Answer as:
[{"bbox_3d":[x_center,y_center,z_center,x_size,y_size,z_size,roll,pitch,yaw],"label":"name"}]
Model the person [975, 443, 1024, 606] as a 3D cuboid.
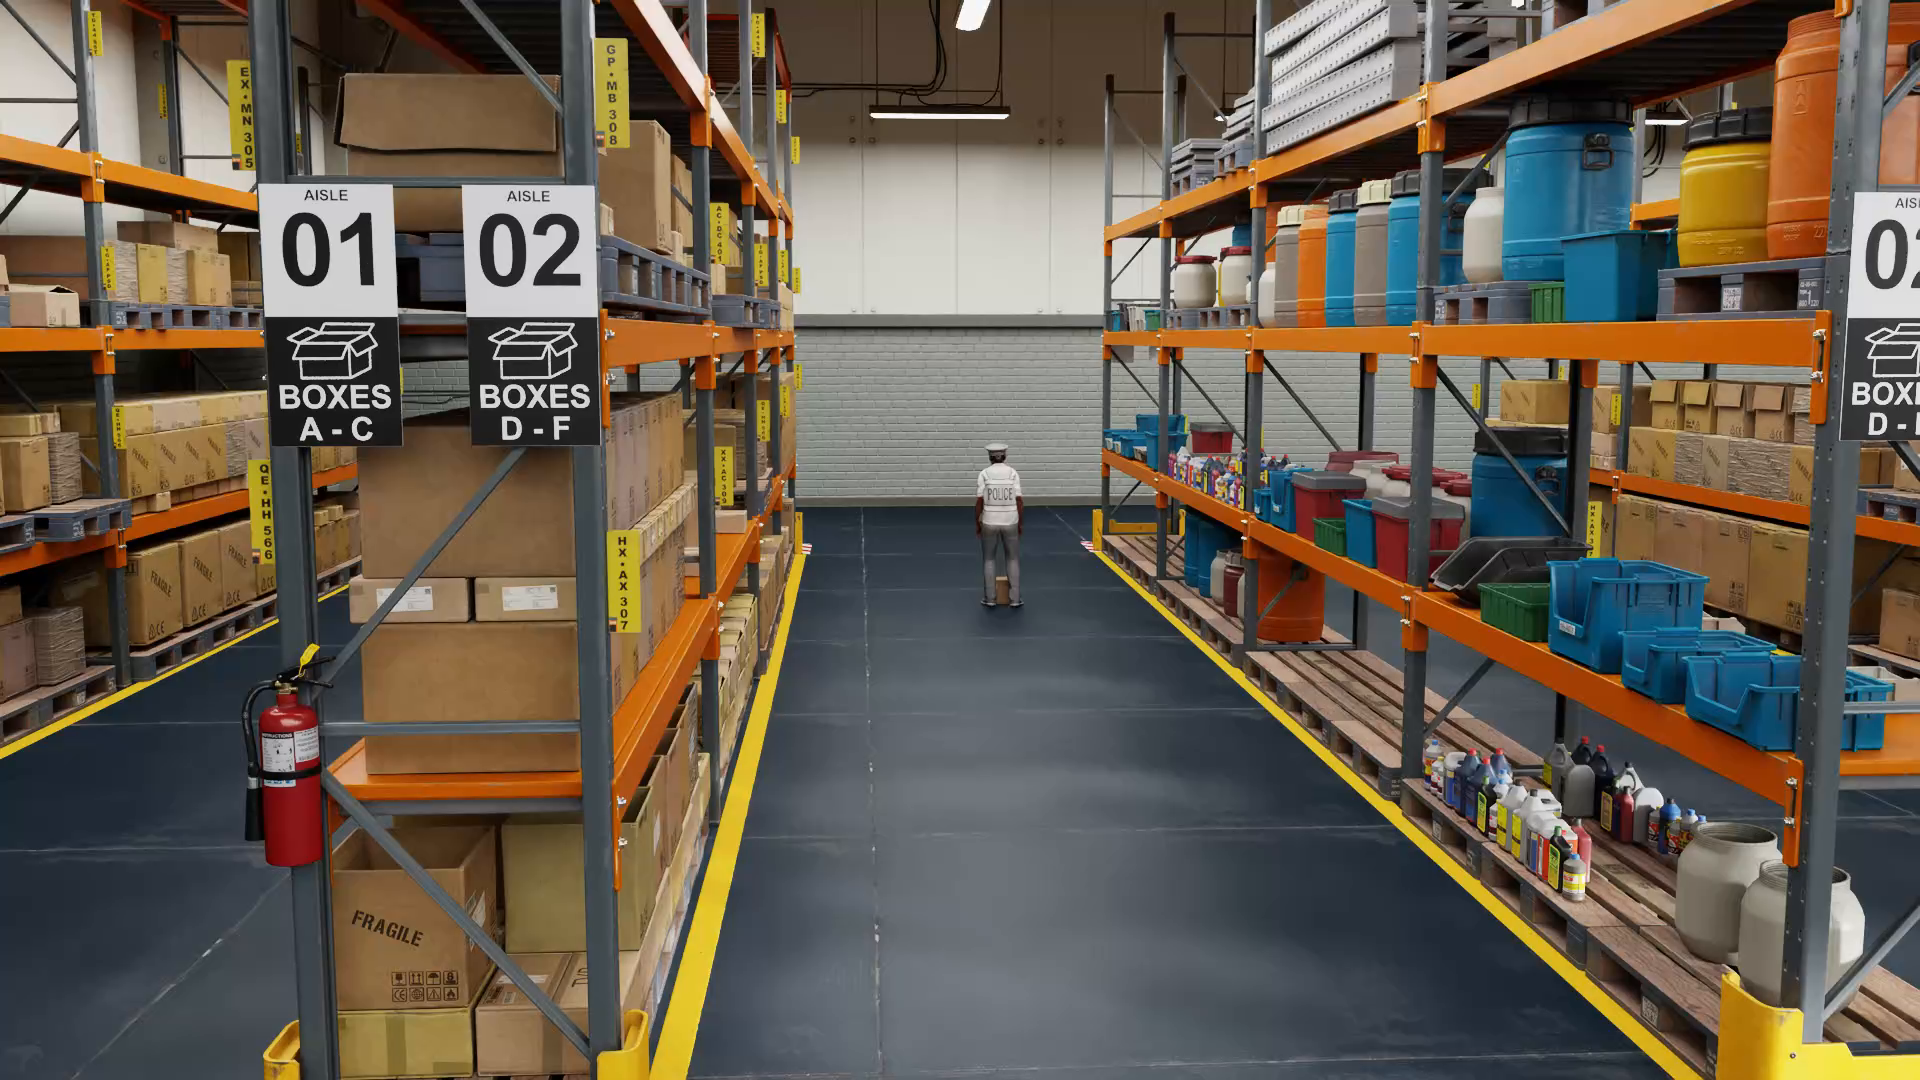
[{"bbox_3d":[0.405,-0.149,16.970,0.505,1.659,0.416,0,7,-3],"label":"person"}]
